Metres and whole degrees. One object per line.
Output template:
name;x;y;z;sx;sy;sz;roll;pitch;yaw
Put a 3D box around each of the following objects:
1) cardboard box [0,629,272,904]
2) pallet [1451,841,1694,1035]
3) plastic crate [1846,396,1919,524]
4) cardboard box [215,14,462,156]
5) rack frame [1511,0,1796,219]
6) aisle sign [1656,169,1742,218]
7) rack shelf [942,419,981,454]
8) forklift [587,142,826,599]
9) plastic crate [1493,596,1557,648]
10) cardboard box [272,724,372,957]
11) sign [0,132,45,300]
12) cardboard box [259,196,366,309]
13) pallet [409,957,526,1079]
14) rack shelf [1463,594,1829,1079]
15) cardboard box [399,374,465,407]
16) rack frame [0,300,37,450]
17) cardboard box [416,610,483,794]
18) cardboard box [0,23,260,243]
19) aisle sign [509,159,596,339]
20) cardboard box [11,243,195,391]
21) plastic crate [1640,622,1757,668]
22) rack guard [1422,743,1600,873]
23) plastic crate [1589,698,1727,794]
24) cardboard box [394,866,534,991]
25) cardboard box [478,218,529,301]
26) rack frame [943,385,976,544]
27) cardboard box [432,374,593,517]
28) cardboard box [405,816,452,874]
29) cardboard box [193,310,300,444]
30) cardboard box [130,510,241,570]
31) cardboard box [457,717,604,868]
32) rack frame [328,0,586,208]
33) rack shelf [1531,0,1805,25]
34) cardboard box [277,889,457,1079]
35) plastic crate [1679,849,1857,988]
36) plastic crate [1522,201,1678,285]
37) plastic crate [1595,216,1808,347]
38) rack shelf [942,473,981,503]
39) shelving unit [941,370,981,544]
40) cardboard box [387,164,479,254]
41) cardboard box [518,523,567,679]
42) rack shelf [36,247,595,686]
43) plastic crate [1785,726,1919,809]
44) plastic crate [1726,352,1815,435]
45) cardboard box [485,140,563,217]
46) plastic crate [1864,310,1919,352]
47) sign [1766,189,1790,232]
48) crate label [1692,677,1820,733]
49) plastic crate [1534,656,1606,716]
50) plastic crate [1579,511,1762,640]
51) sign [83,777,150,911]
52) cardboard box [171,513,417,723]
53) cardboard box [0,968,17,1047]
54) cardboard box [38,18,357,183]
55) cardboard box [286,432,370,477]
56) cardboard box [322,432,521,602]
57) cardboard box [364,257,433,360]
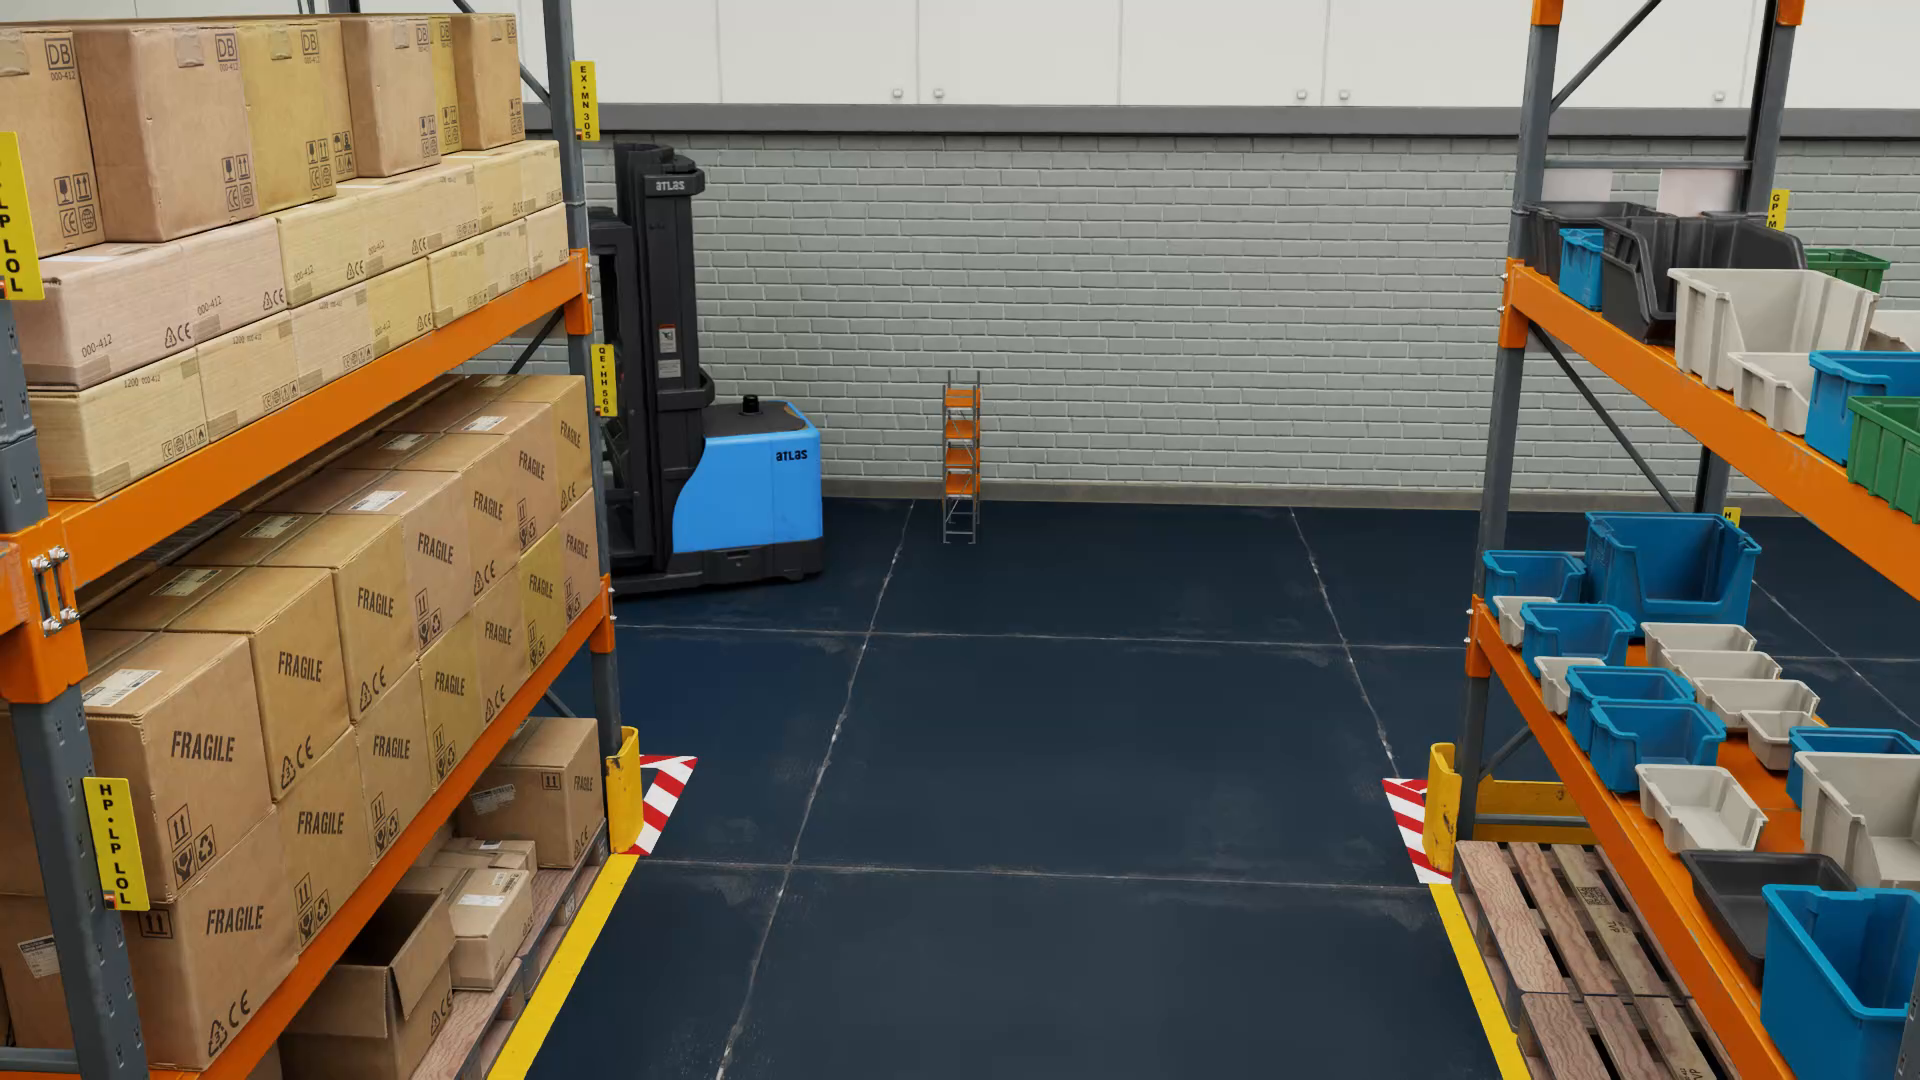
cardboard box;-2.108;0.552;4.155;0.500;0.500;0.500;2;18;5
pallet;2.707;1.664;7.005;1.003;0.211;1.213;1;18;4
plastic crate;2.247;-0.137;3.546;0.450;0.188;0.662;1;18;4
cardboard box;-2.276;-1.663;6.096;0.700;0.500;0.500;1;18;4
rack frame;2.805;-2.767;6.415;1.000;3.000;0.127;1;18;4
aisle sign;3.102;-1.167;6.993;0.394;0.787;0.004;1;18;4
rack shelf;0.012;-0.770;12.344;0.258;0.148;0.480;1;18;4
forklift;-2.512;-1.117;11.123;3.031;2.935;1.130;-6;19;-17
plastic crate;2.353;0.348;6.871;0.250;0.136;0.298;1;18;4
cardboard box;-2.080;0.856;4.834;0.500;0.500;0.500;2;18;5
sign;-1.868;-0.632;3.256;0.100;0.325;0.005;1;18;4
cardboard box;-2.058;-0.833;4.769;0.500;0.250;0.500;1;18;4
pallet;-2.287;1.947;6.144;1.003;0.211;1.213;1;18;4
rack shelf;2.662;1.047;5.566;1.077;0.370;4.000;1;18;4
cardboard box;-2.430;-0.418;7.117;0.500;0.500;0.500;2;18;6
rack frame;-2.422;-1.636;2.965;1.000;3.000;0.127;1;18;4
cardboard box;-2.007;0.542;5.790;0.500;0.500;0.500;1;18;3
cardboard box;-2.248;-1.038;4.188;0.700;0.500;0.500;1;18;4
aisle sign;-1.825;-1.277;7.329;0.394;0.787;0.004;1;18;4
cardboard box;-2.140;-0.523;3.821;0.500;0.250;0.500;1;18;4
plastic crate;2.927;0.438;6.596;0.396;0.136;0.243;1;18;4
rack guard;2.794;1.264;7.762;1.175;0.500;0.348;1;18;4
plastic crate;2.343;0.707;5.622;0.416;0.233;0.300;1;18;4
cardboard box;-2.027;1.539;6.620;0.500;0.250;0.500;1;18;4
cardboard box;-1.956;-1.061;6.269;0.500;0.250;0.500;1;18;4
rack frame;-0.006;-0.546;12.162;0.240;1.200;0.015;1;18;4
cardboard box;-1.893;-0.406;7.079;0.500;0.500;0.500;1;18;3
cardboard box;-2.493;1.388;7.080;0.500;0.250;0.500;1;18;4
cardboard box;-2.101;-0.440;4.373;0.500;0.250;0.500;1;18;4
cardboard box;-2.574;0.213;5.188;0.500;0.500;0.500;1;18;4
cardboard box;-1.929;1.125;7.479;0.500;0.500;0.500;1;18;4
rack frame;-2.135;-2.879;6.756;1.000;3.000;0.127;1;18;4
rack shelf;2.662;-1.614;4.694;1.077;0.370;4.000;1;18;4
cardboard box;-2.293;1.608;6.000;0.797;0.503;0.637;1;18;4
plastic crate;2.330;1.075;4.671;0.437;0.125;0.590;1;18;4
plastic crate;2.499;-1.166;6.557;0.497;0.269;0.590;1;18;4
plastic crate;2.421;-0.844;5.463;0.504;0.338;0.767;1;18;4
rack shelf;0.012;-0.369;12.476;0.258;0.148;0.480;1;18;4
shelving unit;0.012;-0.622;12.393;0.258;1.200;0.503;1;18;4
cardboard box;-1.993;-1.144;5.717;0.500;0.250;0.500;1;18;4
cardboard box;-1.930;0.231;6.740;0.500;0.500;0.500;1;18;4
rack shelf;-2.279;-0.490;5.440;1.077;0.370;4.000;1;18;4
plastic crate;2.913;0.779;5.402;0.416;0.233;0.300;1;18;4
plastic crate;2.230;-0.377;4.363;0.293;0.136;0.466;1;18;4
cardboard box;-1.918;-1.454;6.665;0.500;0.250;0.500;1;18;4
plastic crate;2.904;-0.569;4.948;0.437;0.136;0.530;1;18;4
sign;3.355;-1.284;6.877;0.100;0.325;0.005;1;18;4
crate label;2.896;0.615;6.057;0.396;0.136;0.243;1;18;4
plastic crate;2.305;0.559;6.228;0.250;0.136;0.298;1;18;4
plastic crate;2.967;0.147;7.004;0.616;0.435;0.499;1;18;4
sign;-1.868;0.676;3.684;0.100;0.325;0.005;1;18;4
cardboard box;-2.034;0.232;5.132;0.500;0.500;0.500;1;18;2
cardboard box;-2.642;1.006;4.375;0.500;0.500;0.500;2;18;5
cardboard box;-2.334;-1.352;5.147;0.700;0.500;0.500;1;18;4
cardboard box;-2.501;-0.101;6.147;0.500;0.500;0.500;2;18;5
cardboard box;-1.961;-0.088;6.108;0.500;0.500;0.500;2;18;5
cardboard box;-2.031;-0.751;5.321;0.500;0.250;0.500;1;18;4
